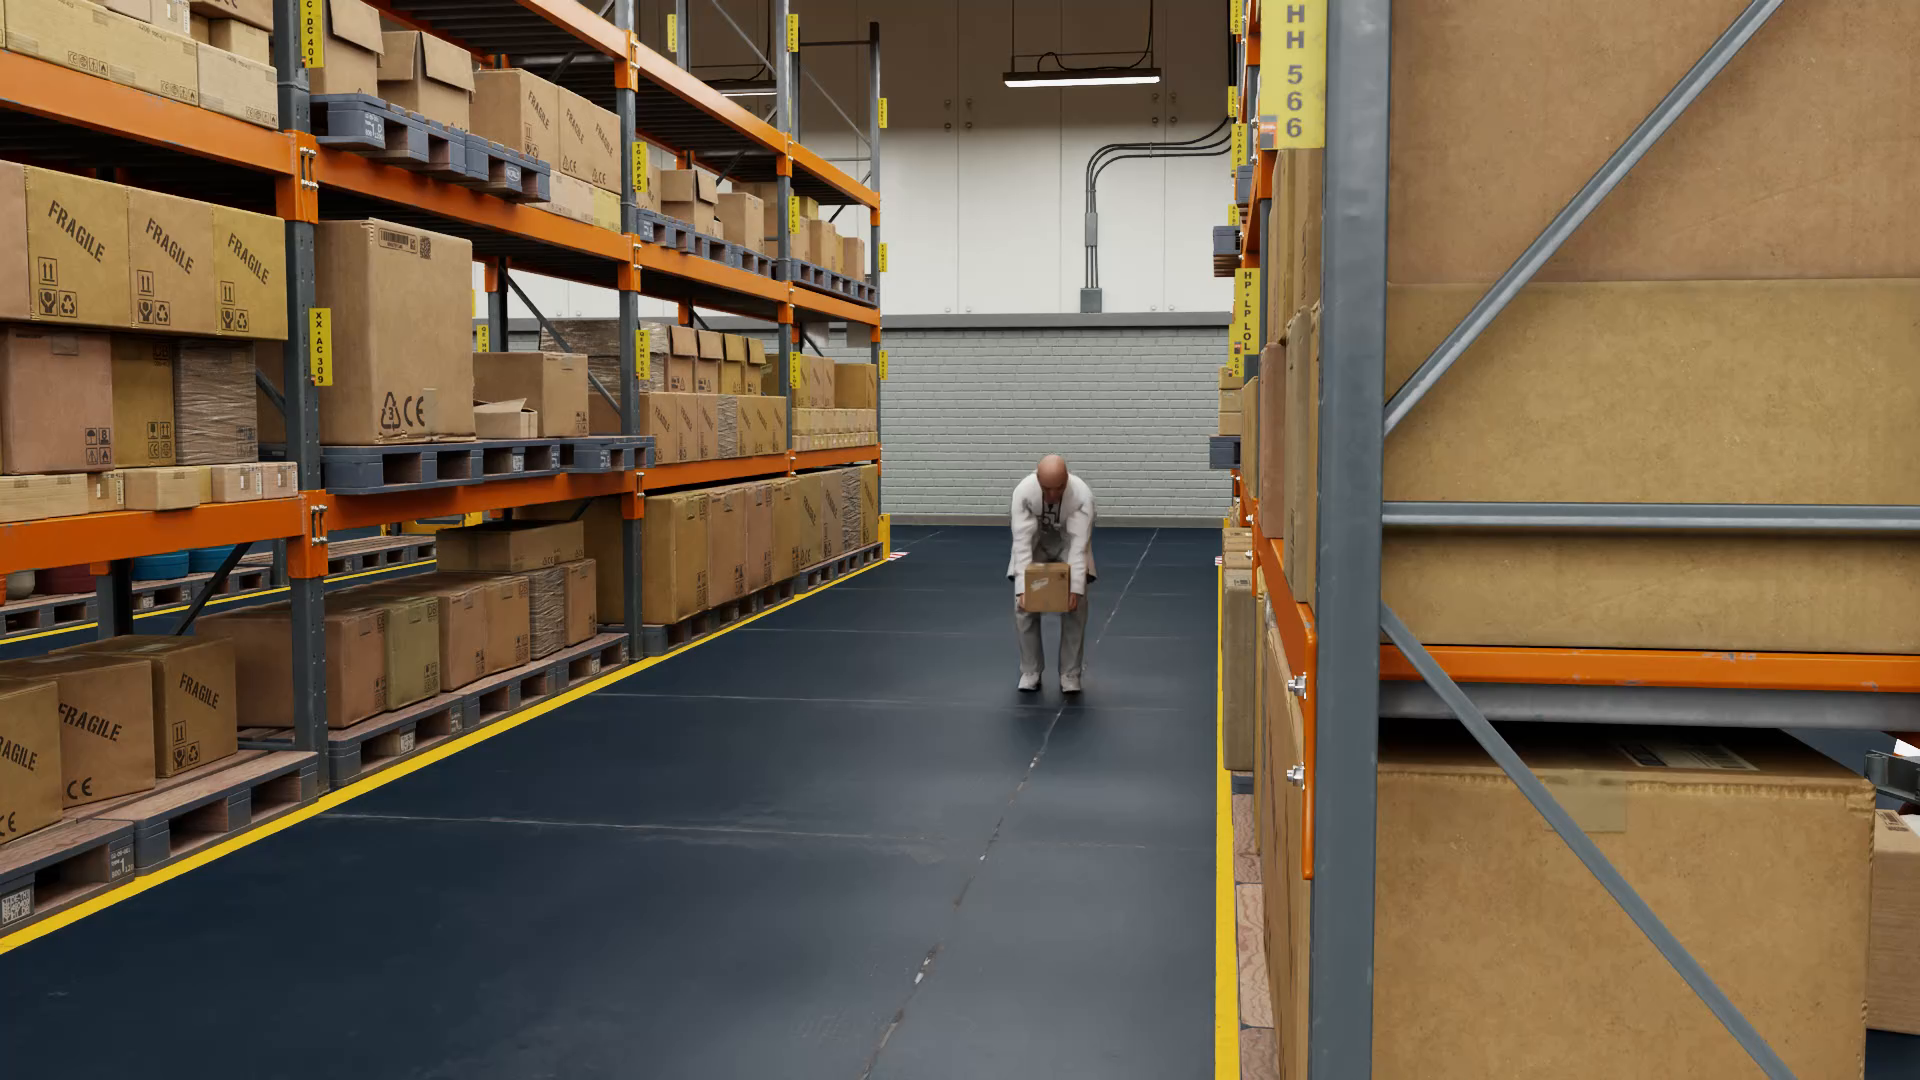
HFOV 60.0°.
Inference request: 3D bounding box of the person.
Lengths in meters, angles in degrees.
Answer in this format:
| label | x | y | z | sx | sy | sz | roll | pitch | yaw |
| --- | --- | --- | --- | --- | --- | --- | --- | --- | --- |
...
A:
| label | x | y | z | sx | sy | sz | roll | pitch | yaw |
| --- | --- | --- | --- | --- | --- | --- | --- | --- | --- |
| person | 0.533 | 0.201 | 9.818 | 0.552 | 1.421 | 0.858 | 0 | 4 | 6 |
